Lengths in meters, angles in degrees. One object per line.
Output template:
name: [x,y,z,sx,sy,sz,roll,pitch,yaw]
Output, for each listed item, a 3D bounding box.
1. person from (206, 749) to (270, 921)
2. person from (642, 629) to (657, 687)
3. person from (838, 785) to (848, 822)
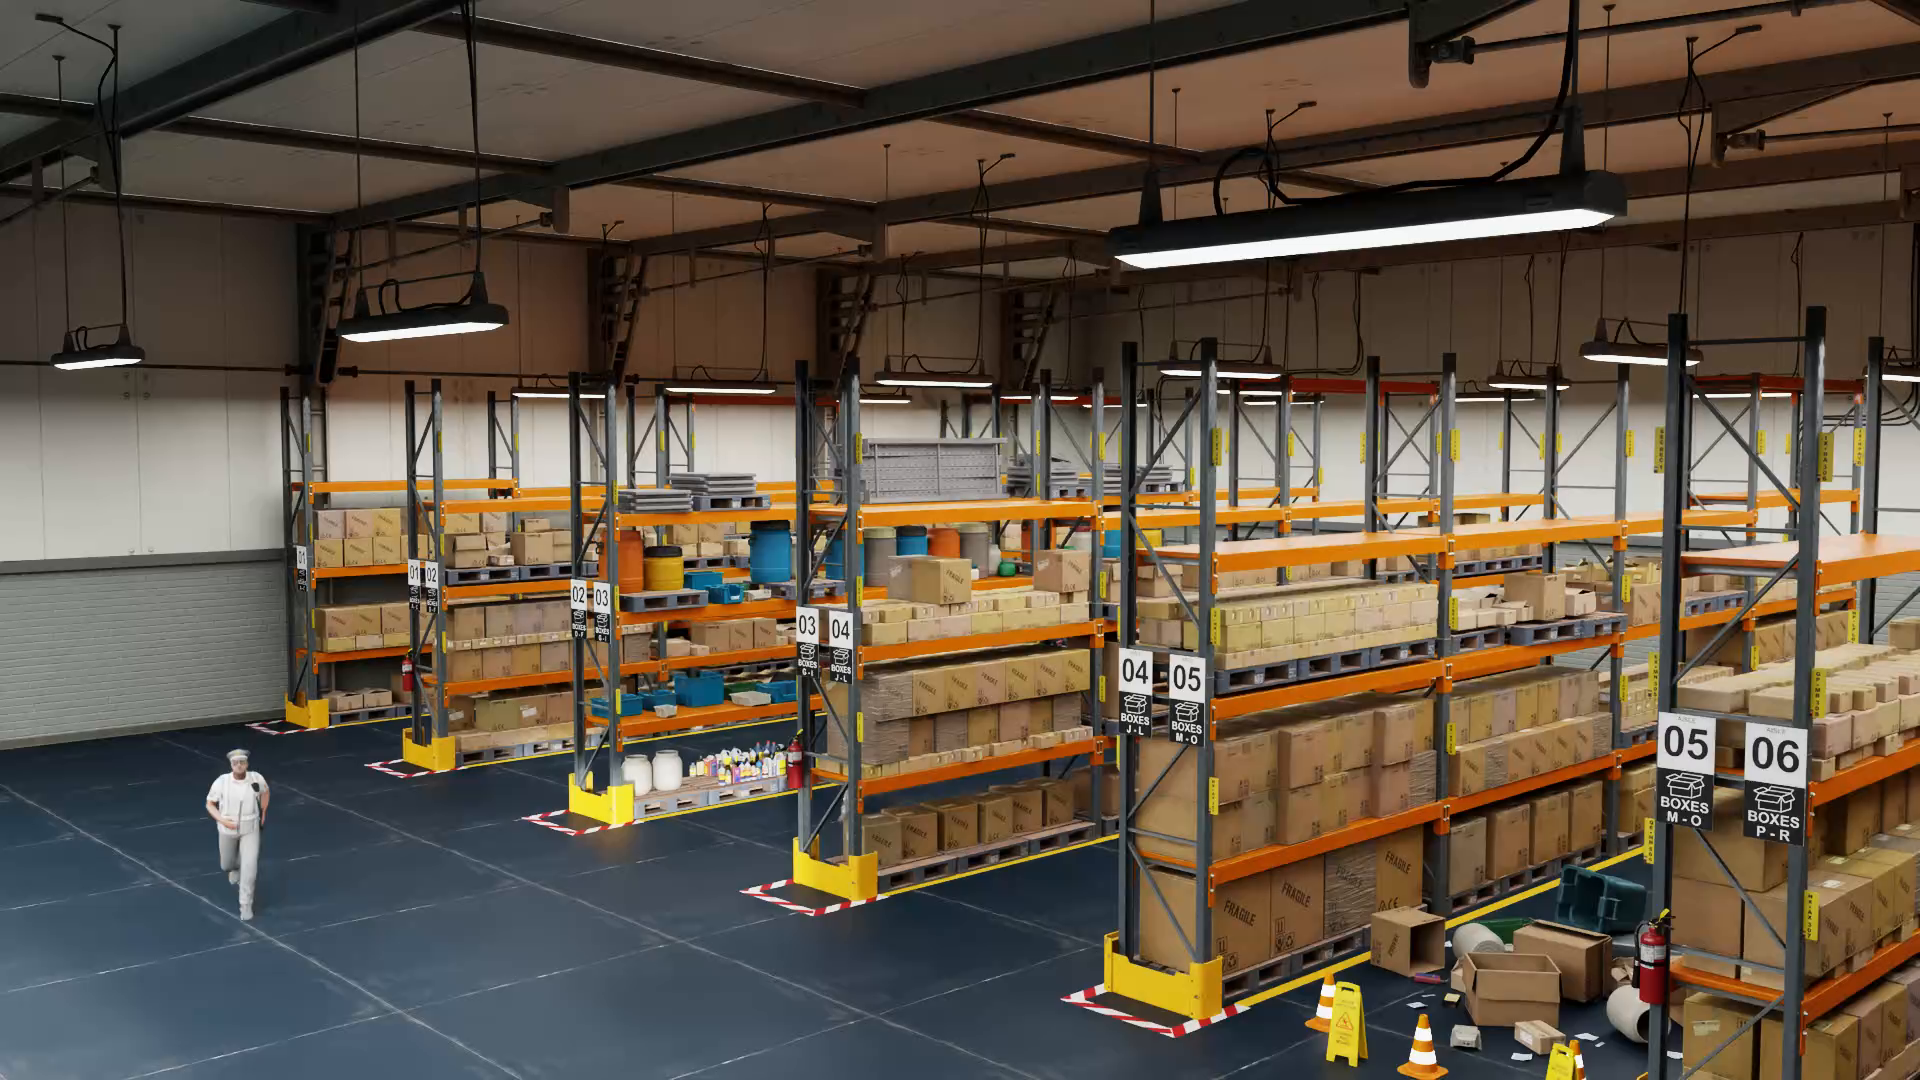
person: [-7.849,3.149,18.094,0.633,1.792,1.110,-1,4,-20]
person: [-5.695,2.392,30.592,0.514,1.656,0.630,-3,5,-41]
person: [-1.417,2.882,22.428,0.674,1.750,0.767,2,4,24]
